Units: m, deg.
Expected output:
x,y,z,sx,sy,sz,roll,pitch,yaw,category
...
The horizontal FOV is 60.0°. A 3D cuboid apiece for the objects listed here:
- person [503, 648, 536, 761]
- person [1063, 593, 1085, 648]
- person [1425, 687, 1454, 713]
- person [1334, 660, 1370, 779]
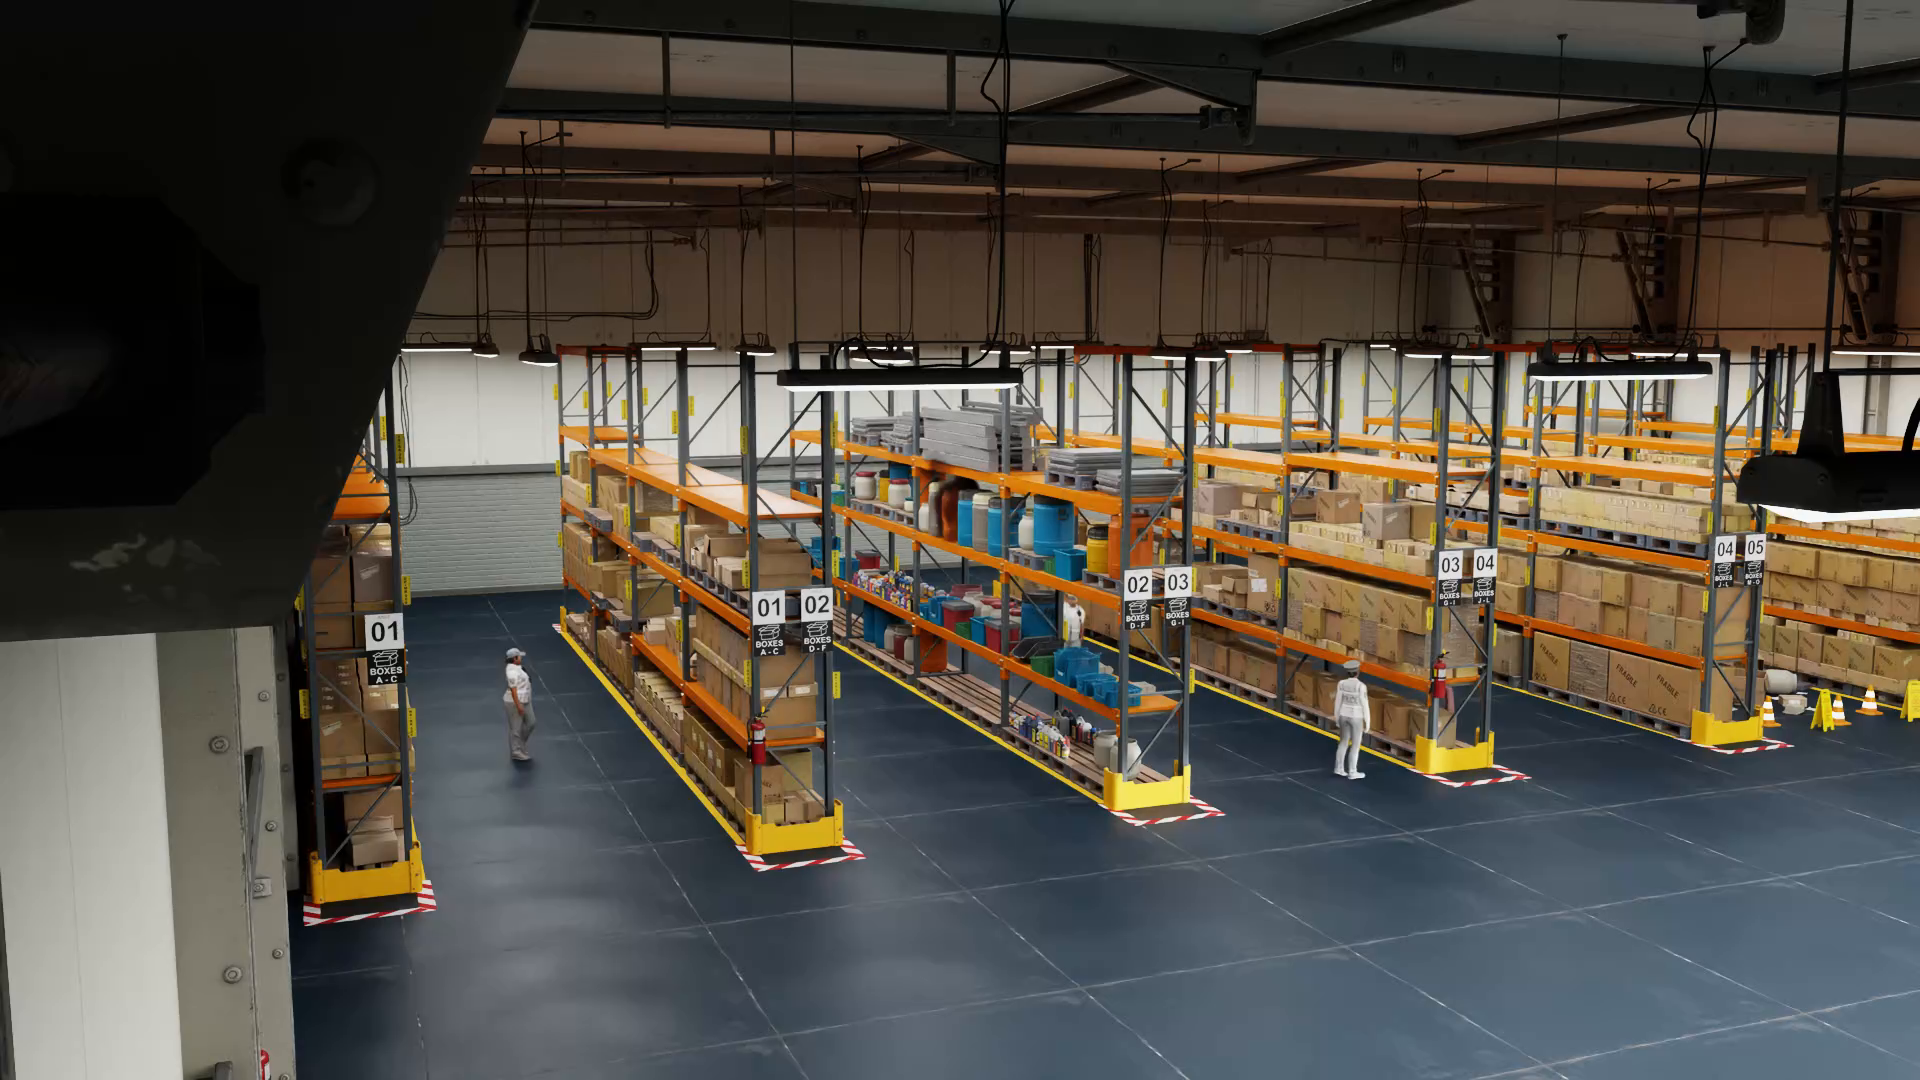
x,y,z,sx,sy,sz,roll,pitch,yaw,category
-6.518,2.424,24.542,0.391,1.694,0.537,1,7,8,person
1.929,1.753,29.316,0.642,1.721,0.735,-2,8,-15,person
7.809,2.067,27.071,0.501,1.670,0.457,5,9,36,person
5.543,2.557,23.453,0.346,1.735,0.551,-7,10,-44,person
